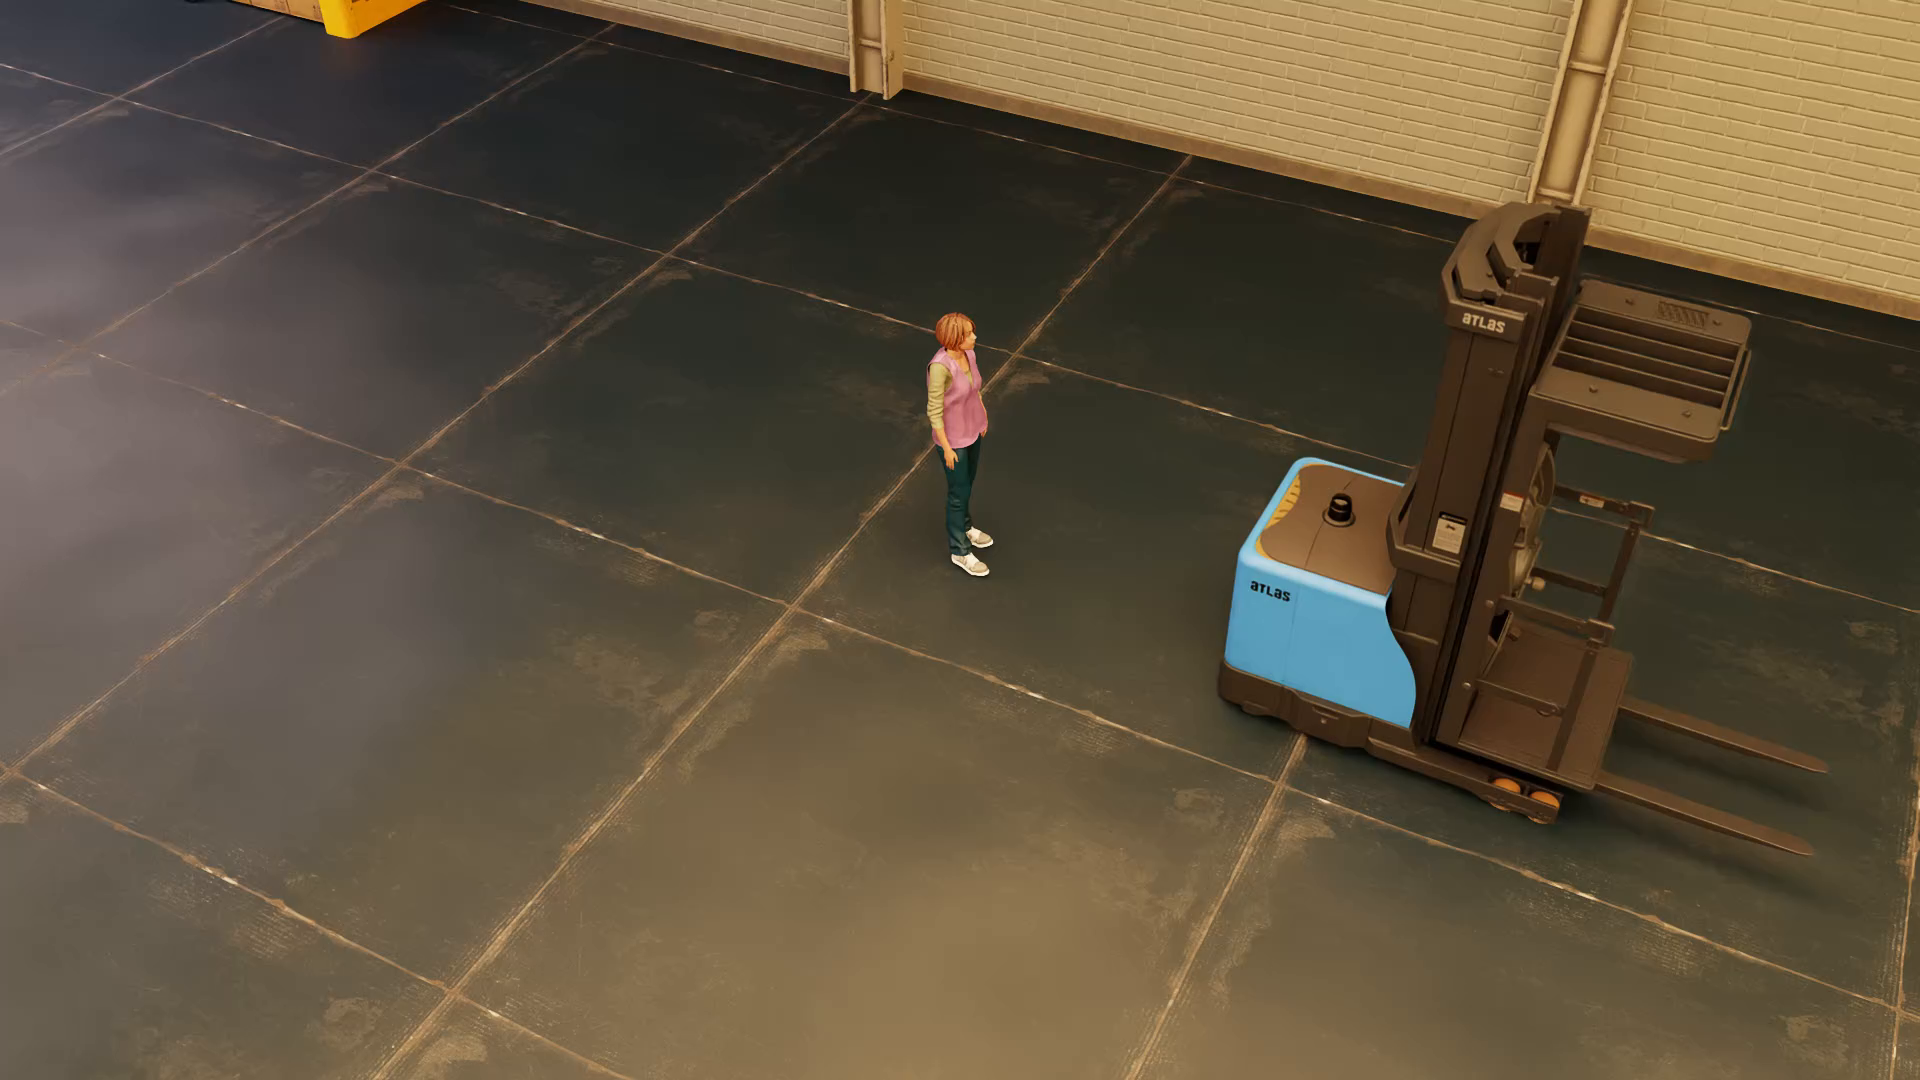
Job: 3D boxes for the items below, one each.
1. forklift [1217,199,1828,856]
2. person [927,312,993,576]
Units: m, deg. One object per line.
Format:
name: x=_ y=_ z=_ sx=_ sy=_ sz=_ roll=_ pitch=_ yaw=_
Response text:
forklift: x=2.966 y=-0.060 z=8.057 sx=3.031 sy=2.935 sz=1.130 roll=19 pitch=44 yaw=21
person: x=0.060 y=-0.586 z=9.707 sx=0.473 sy=1.599 sz=0.520 roll=18 pitch=43 yaw=21
